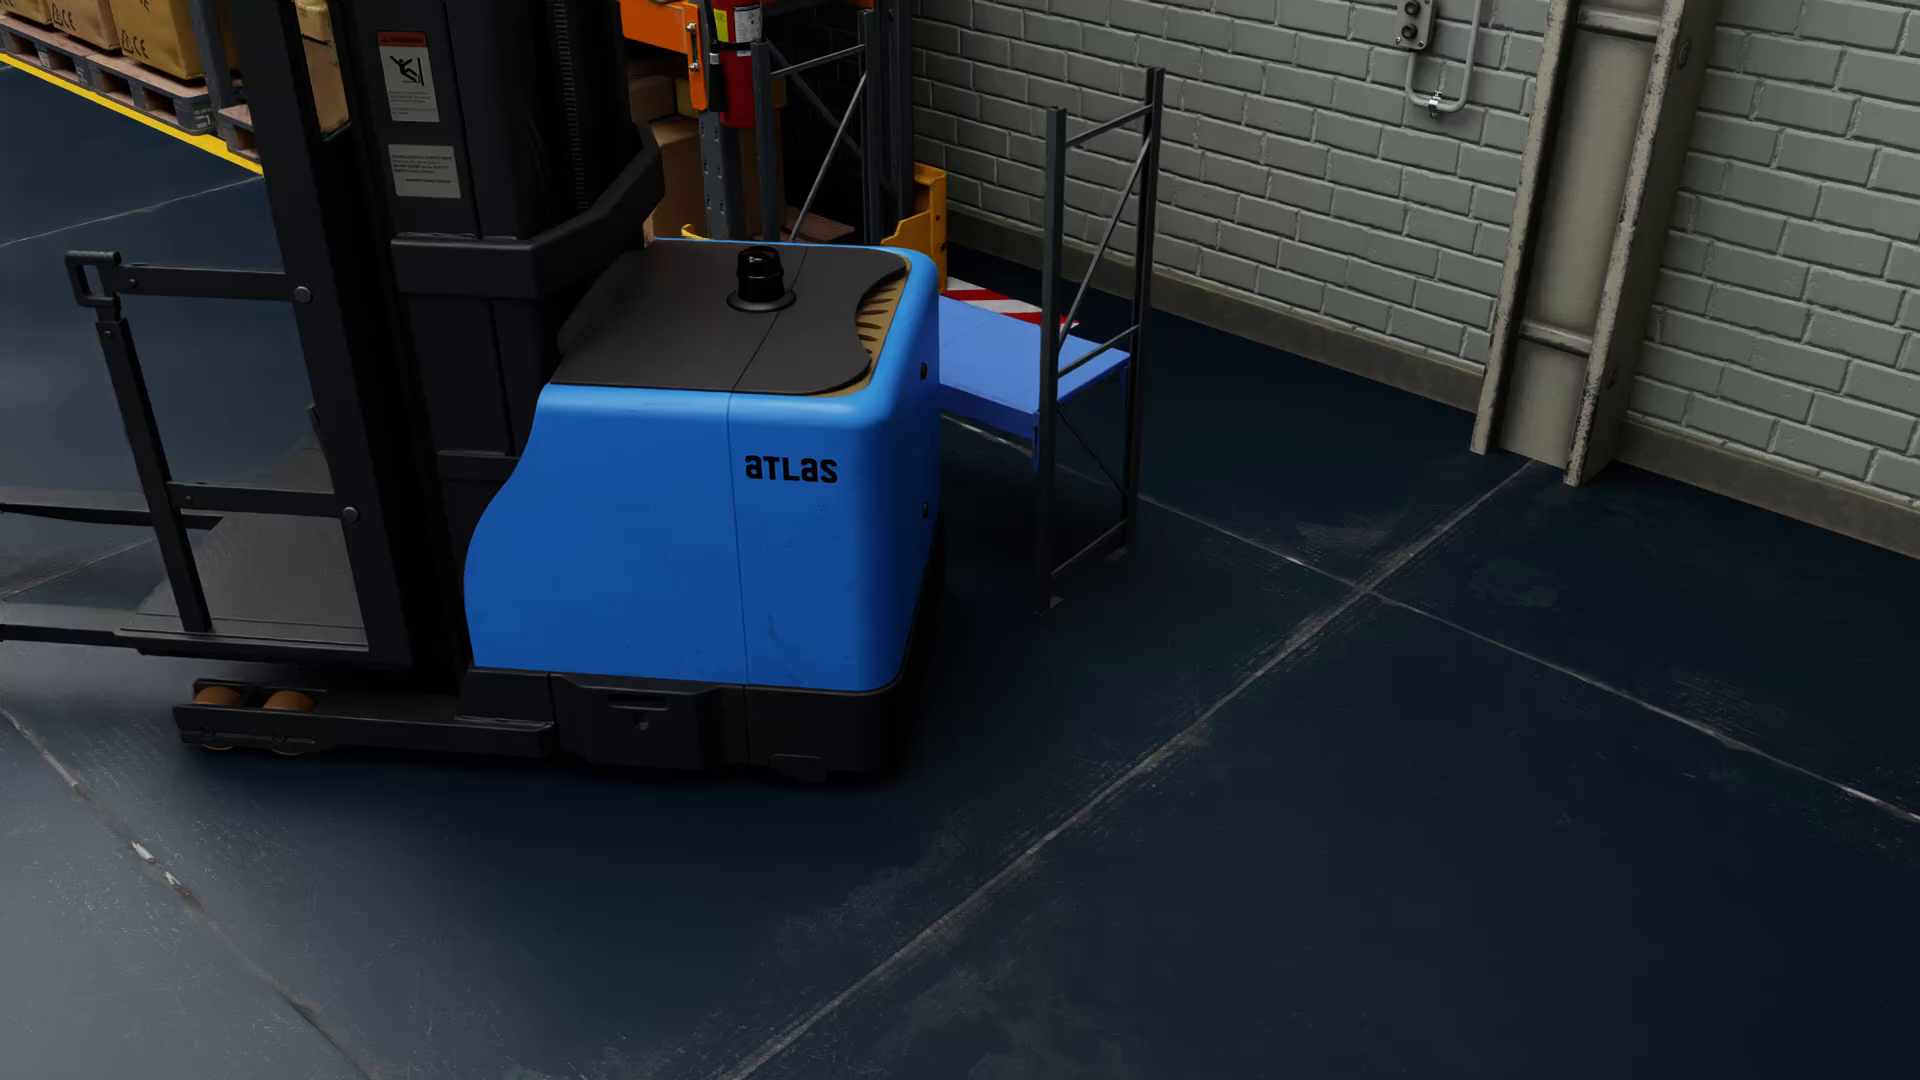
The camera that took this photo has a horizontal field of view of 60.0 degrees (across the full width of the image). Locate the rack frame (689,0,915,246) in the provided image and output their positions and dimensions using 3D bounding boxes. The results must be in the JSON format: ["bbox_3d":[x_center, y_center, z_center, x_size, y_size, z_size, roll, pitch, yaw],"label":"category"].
[{"bbox_3d":[-0.566,-2.191,5.981,0.127,3.000,1.000,25,39,35],"label":"rack frame"}]

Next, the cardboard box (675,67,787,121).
[{"bbox_3d":[-0.925,-1.815,6.744,0.250,0.149,0.380,25,39,35],"label":"cardboard box"}]

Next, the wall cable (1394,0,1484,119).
[{"bbox_3d":[1.019,-2.545,5.584,1.851,1.984,0.084,25,39,35],"label":"wall cable"}]

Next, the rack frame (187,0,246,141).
[{"bbox_3d":[-3.531,-3.575,8.281,0.127,3.000,1.000,25,39,35],"label":"rack frame"}]

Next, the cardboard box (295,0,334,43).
[{"bbox_3d":[-2.914,-2.476,7.842,0.250,0.149,0.380,27,40,37],"label":"cardboard box"}]

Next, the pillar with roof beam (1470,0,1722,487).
[{"bbox_3d":[-0.872,-2.511,0.696,0.400,9.000,9.100,25,39,35],"label":"pillar with roof beam"}]

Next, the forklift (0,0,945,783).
[{"bbox_3d":[-1.597,-0.963,4.008,3.031,2.935,1.130,3,31,5],"label":"forklift"}]

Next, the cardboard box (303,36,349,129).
[{"bbox_3d":[-2.675,-2.211,8.031,0.500,0.500,0.700,25,39,35],"label":"cardboard box"}]

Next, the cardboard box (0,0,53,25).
[{"bbox_3d":[-5.395,-3.608,10.012,0.750,0.750,0.750,25,39,35],"label":"cardboard box"}]

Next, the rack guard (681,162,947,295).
[{"bbox_3d":[-0.548,-1.112,6.612,0.348,0.500,1.175,25,39,35],"label":"rack guard"}]

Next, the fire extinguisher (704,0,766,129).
[{"bbox_3d":[-0.763,-1.769,5.717,0.183,0.674,0.296,25,39,35],"label":"fire extinguisher"}]

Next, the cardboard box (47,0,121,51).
[{"bbox_3d":[-4.762,-3.316,9.527,0.750,0.750,0.750,26,40,36],"label":"cardboard box"}]

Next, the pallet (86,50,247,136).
[{"bbox_3d":[-4.154,-2.619,9.395,1.213,0.211,1.003,25,39,35],"label":"pallet"}]

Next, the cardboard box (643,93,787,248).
[{"bbox_3d":[-1.152,-1.504,6.856,0.500,0.500,0.700,25,39,35],"label":"cardboard box"}]

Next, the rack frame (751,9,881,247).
[{"bbox_3d":[-0.421,-0.844,5.198,0.032,1.500,0.500,22,37,32],"label":"rack frame"}]

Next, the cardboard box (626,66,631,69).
[{"bbox_3d":[-1.559,-1.845,6.793,0.250,0.149,0.380,26,40,36],"label":"cardboard box"}]

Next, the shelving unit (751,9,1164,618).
[{"bbox_3d":[-0.020,-0.683,4.930,1.048,1.500,0.538,22,37,32],"label":"shelving unit"}]

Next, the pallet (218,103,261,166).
[{"bbox_3d":[-3.020,-2.087,8.513,1.213,0.211,1.003,25,39,35],"label":"pallet"}]

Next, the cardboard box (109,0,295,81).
[{"bbox_3d":[-4.100,-3.009,9.018,0.750,0.750,0.750,26,39,36],"label":"cardboard box"}]

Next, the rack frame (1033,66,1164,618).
[{"bbox_3d":[0.380,-0.522,4.662,0.032,1.500,0.500,22,37,32],"label":"rack frame"}]

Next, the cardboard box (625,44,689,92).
[{"bbox_3d":[-1.301,-1.990,7.035,0.250,0.149,0.380,25,39,35],"label":"cardboard box"}]

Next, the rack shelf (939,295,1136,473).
[{"bbox_3d":[-0.020,-0.529,5.023,1.000,0.185,0.538,22,37,32],"label":"rack shelf"}]

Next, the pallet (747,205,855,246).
[{"bbox_3d":[-1.211,-1.243,7.110,1.213,0.211,1.003,25,39,35],"label":"pallet"}]

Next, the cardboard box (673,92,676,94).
[{"bbox_3d":[-1.523,-1.677,7.144,0.500,0.500,0.700,25,39,35],"label":"cardboard box"}]

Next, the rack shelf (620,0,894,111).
[{"bbox_3d":[-2.048,-2.575,7.316,4.000,0.370,1.077,25,39,35],"label":"rack shelf"}]

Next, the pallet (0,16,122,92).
[{"bbox_3d":[-5.063,-3.041,10.097,1.213,0.211,1.003,25,39,35],"label":"pallet"}]

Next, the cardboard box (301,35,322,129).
[{"bbox_3d":[-3.046,-2.386,8.322,0.500,0.500,0.700,26,39,36],"label":"cardboard box"}]

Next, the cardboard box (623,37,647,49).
[{"bbox_3d":[-1.486,-2.077,7.179,0.250,0.149,0.380,25,39,35],"label":"cardboard box"}]

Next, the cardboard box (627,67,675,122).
[{"bbox_3d":[-1.369,-1.757,6.647,0.250,0.149,0.380,25,39,35],"label":"cardboard box"}]

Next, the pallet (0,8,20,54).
[{"bbox_3d":[-5.963,-3.463,10.798,1.213,0.211,1.003,25,39,35],"label":"pallet"}]

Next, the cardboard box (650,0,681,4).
[{"bbox_3d":[-0.950,-2.492,6.190,0.700,0.700,0.980,27,40,37],"label":"cardboard box"}]
